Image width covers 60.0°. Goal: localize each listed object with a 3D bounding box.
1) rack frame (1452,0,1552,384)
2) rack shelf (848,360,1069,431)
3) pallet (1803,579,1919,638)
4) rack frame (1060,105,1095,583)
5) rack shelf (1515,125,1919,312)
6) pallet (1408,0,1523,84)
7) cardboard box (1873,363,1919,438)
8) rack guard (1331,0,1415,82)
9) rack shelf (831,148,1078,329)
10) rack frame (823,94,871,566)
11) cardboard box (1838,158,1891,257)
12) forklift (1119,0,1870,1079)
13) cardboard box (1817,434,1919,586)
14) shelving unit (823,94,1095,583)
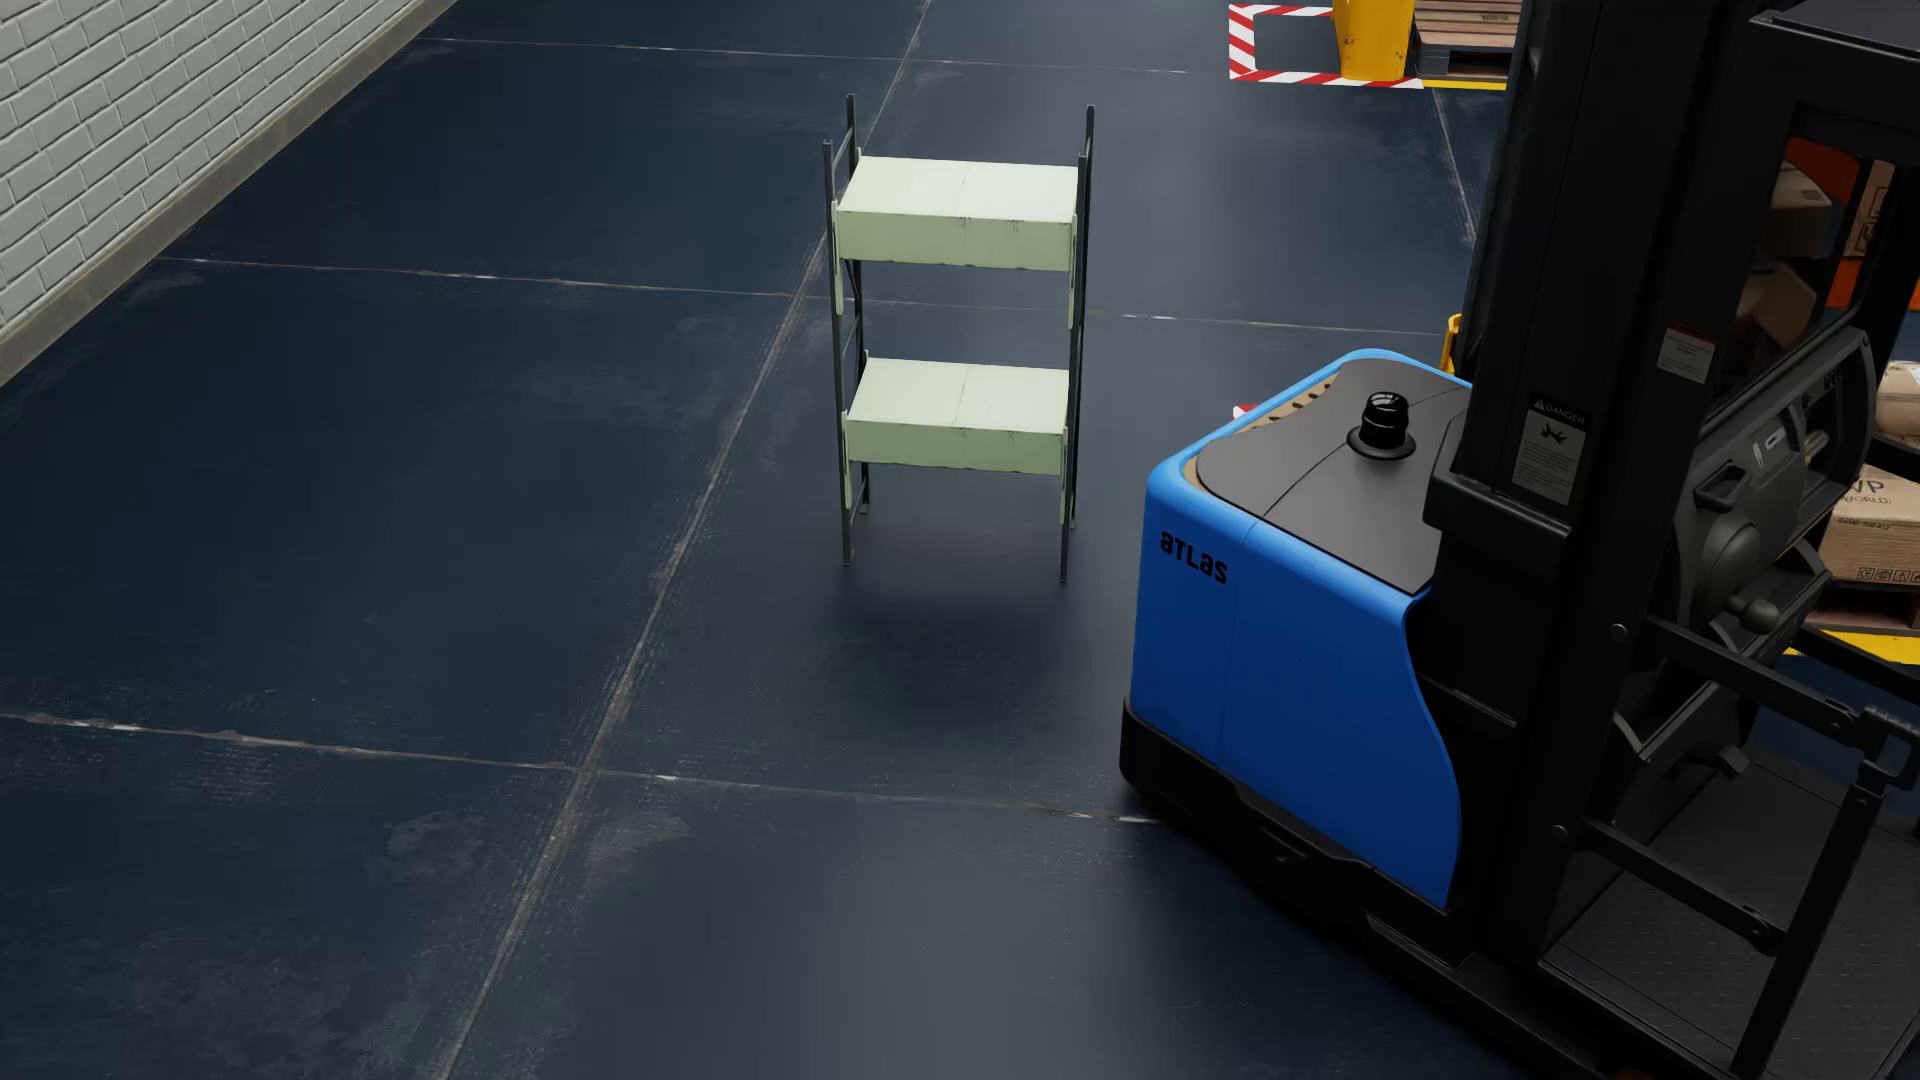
[{"bbox_3d":[1.791,-1.296,4.984,0.127,3.000,1.000,4,36,6],"label":"rack frame"},{"bbox_3d":[0.007,-0.424,5.446,0.686,0.124,0.368,4,36,6],"label":"rack shelf"},{"bbox_3d":[2.658,-0.097,5.705,1.213,0.211,1.003,4,36,6],"label":"pallet"},{"bbox_3d":[0.370,-0.583,5.276,0.023,1.500,0.400,4,36,6],"label":"rack frame"},{"bbox_3d":[3.775,-0.856,4.986,4.000,0.370,1.077,4,36,6],"label":"rack shelf"},{"bbox_3d":[3.239,-2.932,9.676,1.213,0.211,1.003,4,36,6],"label":"pallet"},{"bbox_3d":[3.300,-0.370,5.675,0.500,0.250,0.500,4,36,6],"label":"cardboard box"},{"bbox_3d":[2.400,-3.127,9.701,0.348,0.500,1.175,4,36,6],"label":"rack guard"},{"bbox_3d":[0.007,-0.928,5.087,0.720,0.370,0.431,4,36,6],"label":"rack shelf"},{"bbox_3d":[-0.356,-0.637,5.352,0.023,1.500,0.400,4,36,6],"label":"rack frame"},{"bbox_3d":[2.710,-1.117,4.647,0.500,0.500,0.500,4,36,5],"label":"cardboard box"},{"bbox_3d":[1.839,-0.074,3.330,1.130,2.935,3.031,-29,45,-35],"label":"forklift"},{"bbox_3d":[2.790,-0.116,5.318,0.500,0.250,0.500,4,36,6],"label":"cardboard box"},{"bbox_3d":[0.007,-0.610,5.314,0.755,1.500,0.431,4,36,6],"label":"shelving unit"}]
